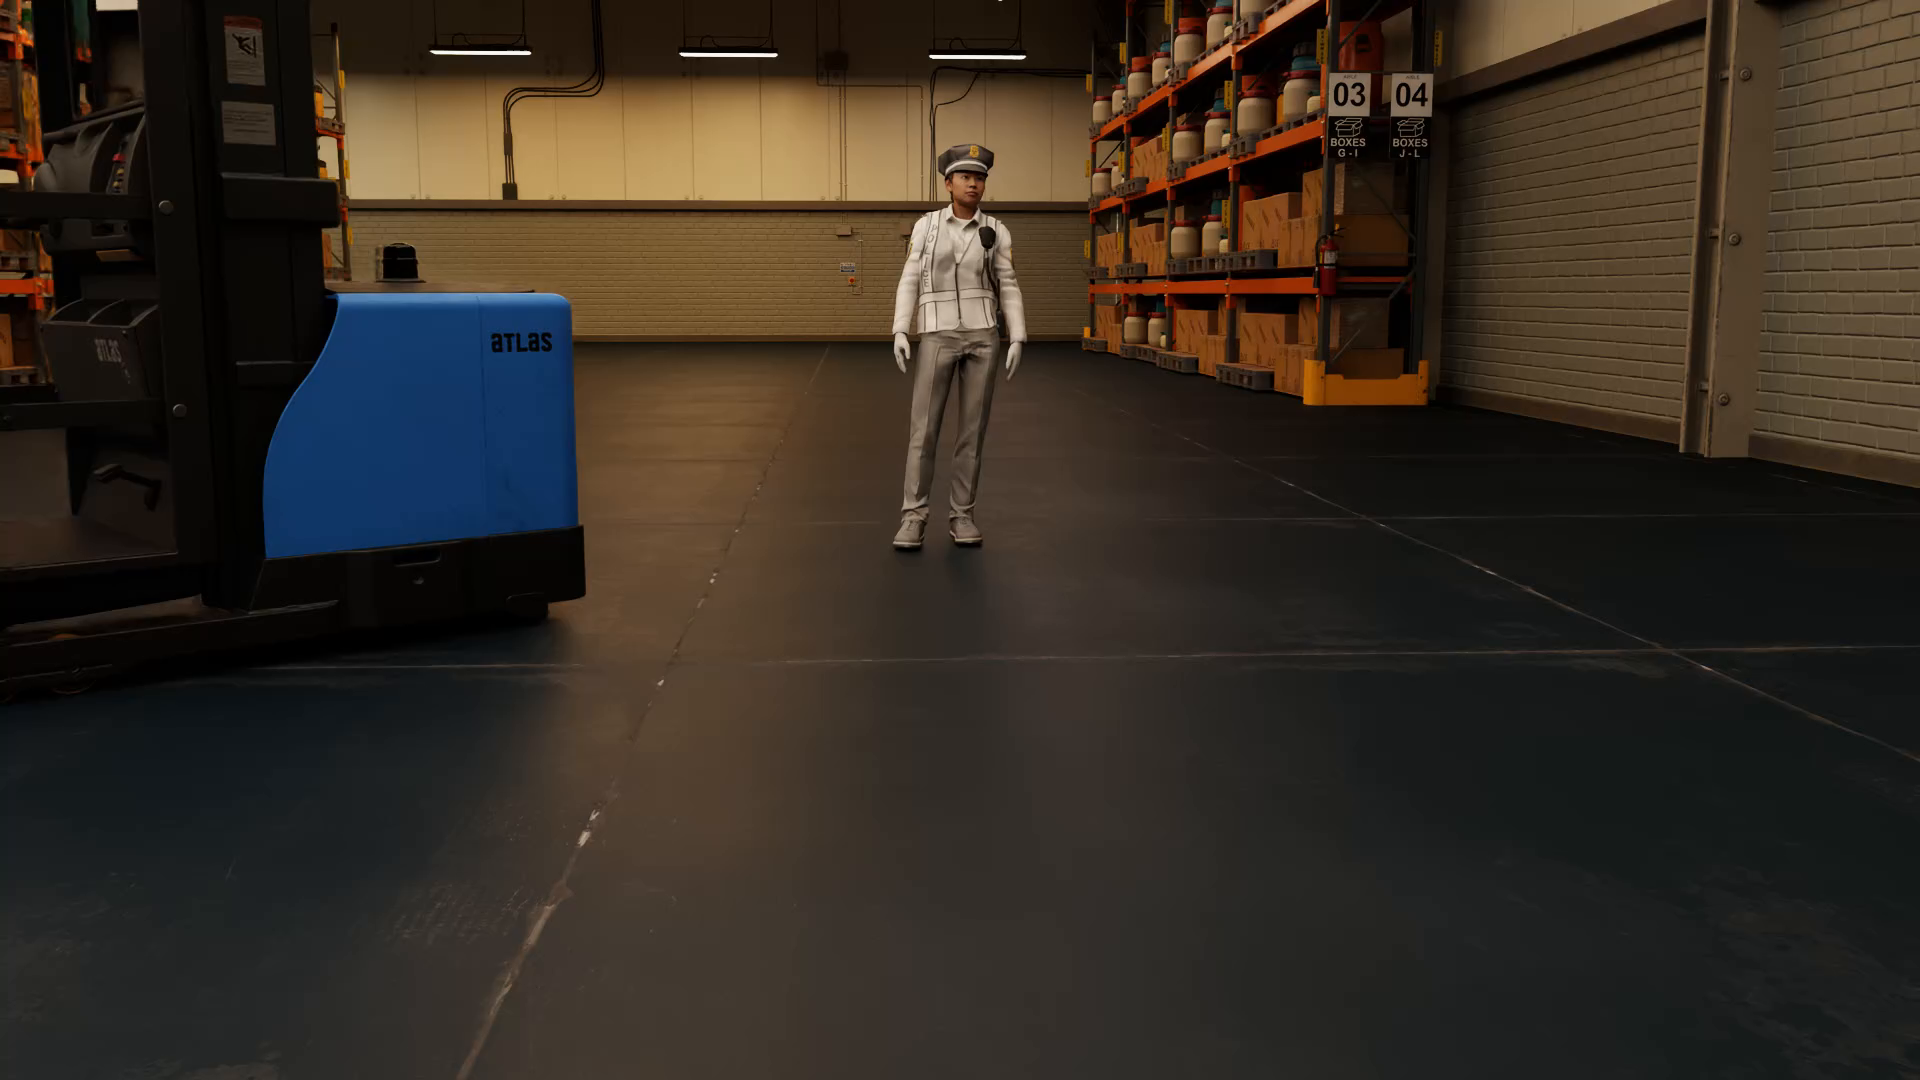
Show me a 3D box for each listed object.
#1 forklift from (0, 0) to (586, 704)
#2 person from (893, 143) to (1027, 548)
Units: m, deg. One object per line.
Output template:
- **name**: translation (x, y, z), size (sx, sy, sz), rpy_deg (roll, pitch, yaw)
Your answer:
- **forklift**: translation (-2.687, -1.099, 4.730), size (3.031, 2.935, 1.130), rpy_deg (-8, 11, -41)
- **person**: translation (-0.003, -0.835, 7.117), size (0.586, 1.695, 0.531), rpy_deg (-1, 8, -4)
